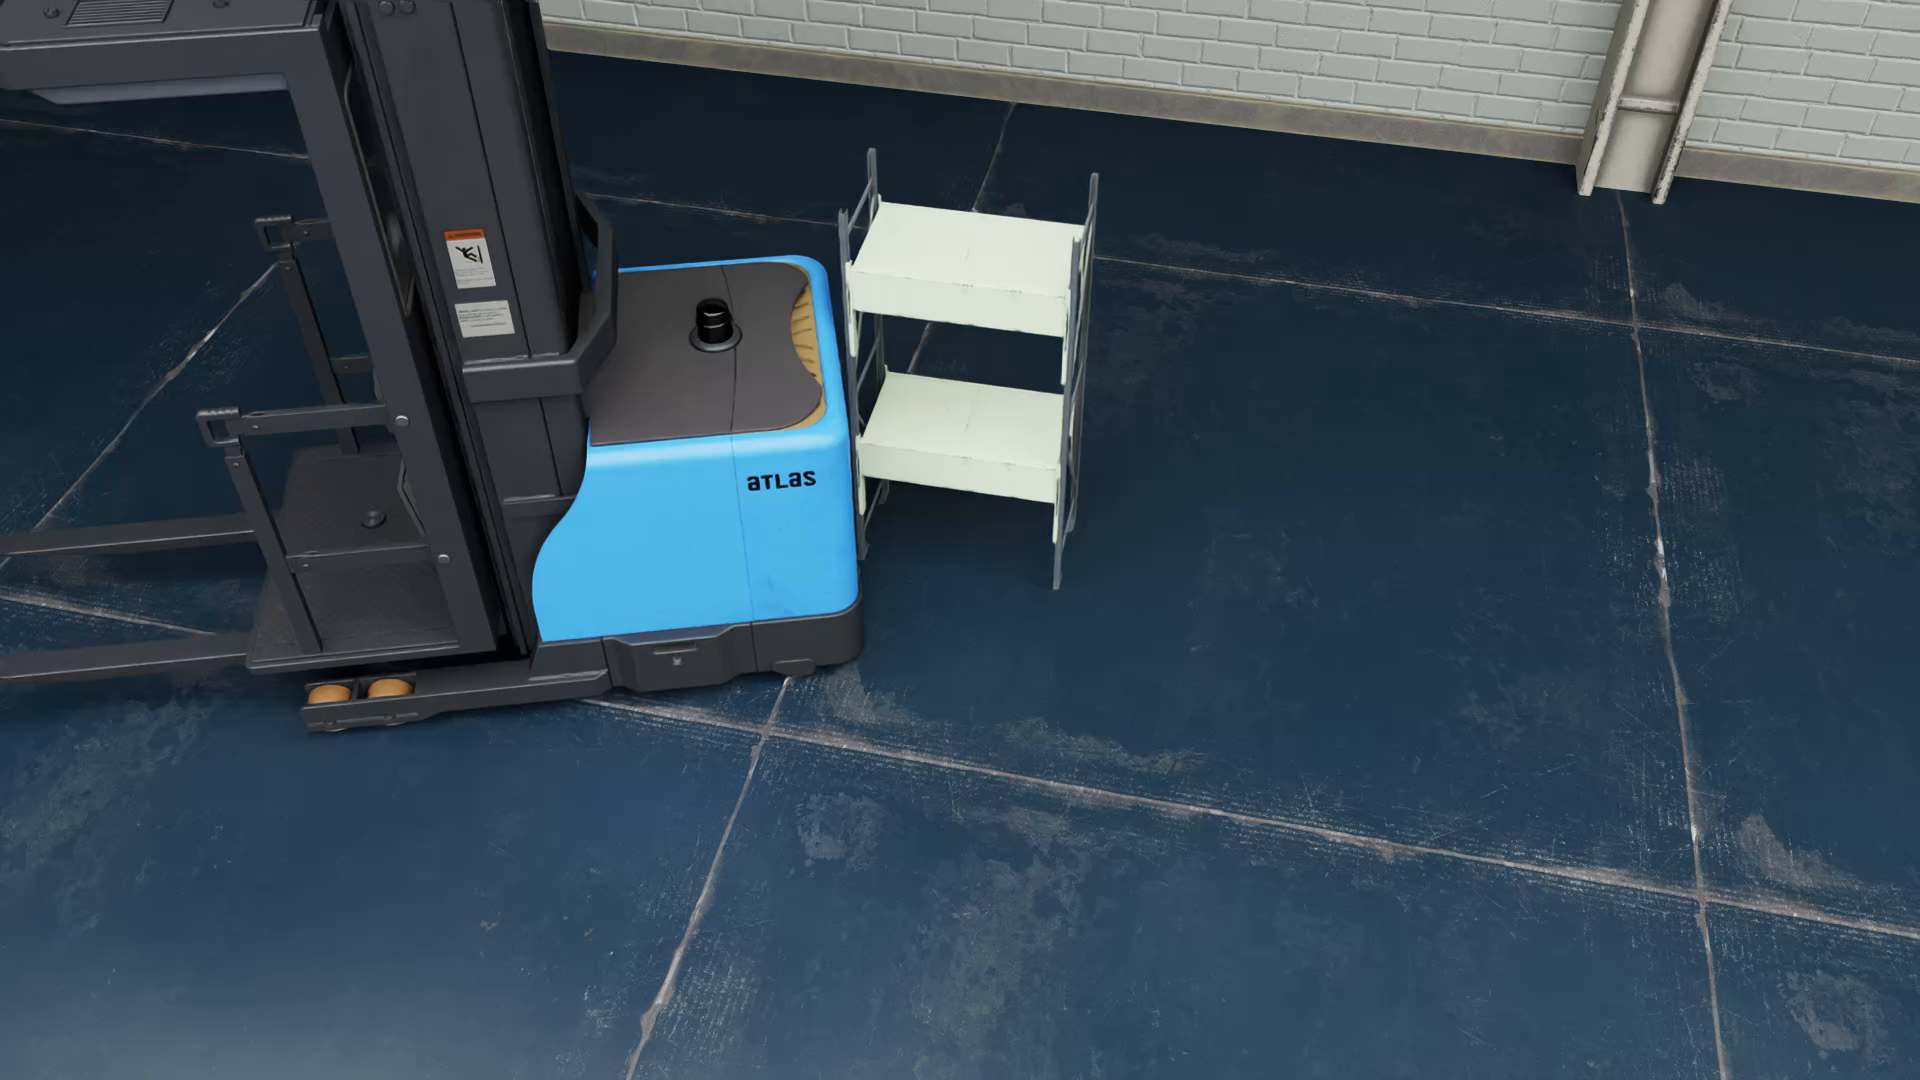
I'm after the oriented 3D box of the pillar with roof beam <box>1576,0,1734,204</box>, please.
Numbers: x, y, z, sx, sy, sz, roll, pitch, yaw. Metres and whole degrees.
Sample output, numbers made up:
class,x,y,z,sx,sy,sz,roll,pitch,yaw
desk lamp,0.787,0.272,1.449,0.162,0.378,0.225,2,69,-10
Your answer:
class,x,y,z,sx,sy,sz,roll,pitch,yaw
pillar with roof beam,2.251,-2.060,1.901,0.400,9.000,9.100,9,45,9

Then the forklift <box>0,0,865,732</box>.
class,x,y,z,sx,sy,sz,roll,pitch,yaw
forklift,-1.889,-0.806,4.974,3.031,2.935,1.130,-5,44,-6

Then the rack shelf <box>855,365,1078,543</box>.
class,x,y,z,sx,sy,sz,roll,pitch,yaw
rack shelf,0.033,-0.312,5.963,0.720,0.370,0.431,8,45,9

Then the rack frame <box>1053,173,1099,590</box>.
class,x,y,z,sx,sy,sz,roll,pitch,yaw
rack frame,0.391,-0.494,5.682,0.023,1.500,0.400,8,45,9

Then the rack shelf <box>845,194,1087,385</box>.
class,x,y,z,sx,sy,sz,roll,pitch,yaw
rack shelf,0.033,-0.828,5.466,0.720,0.370,0.431,8,45,9

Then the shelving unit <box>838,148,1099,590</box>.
class,x,y,z,sx,sy,sz,roll,pitch,yaw
shelving unit,0.033,-0.547,5.737,0.755,1.500,0.431,8,45,9

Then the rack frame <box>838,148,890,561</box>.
class,x,y,z,sx,sy,sz,roll,pitch,yaw
rack frame,-0.325,-0.600,5.792,0.023,1.500,0.400,8,45,9
